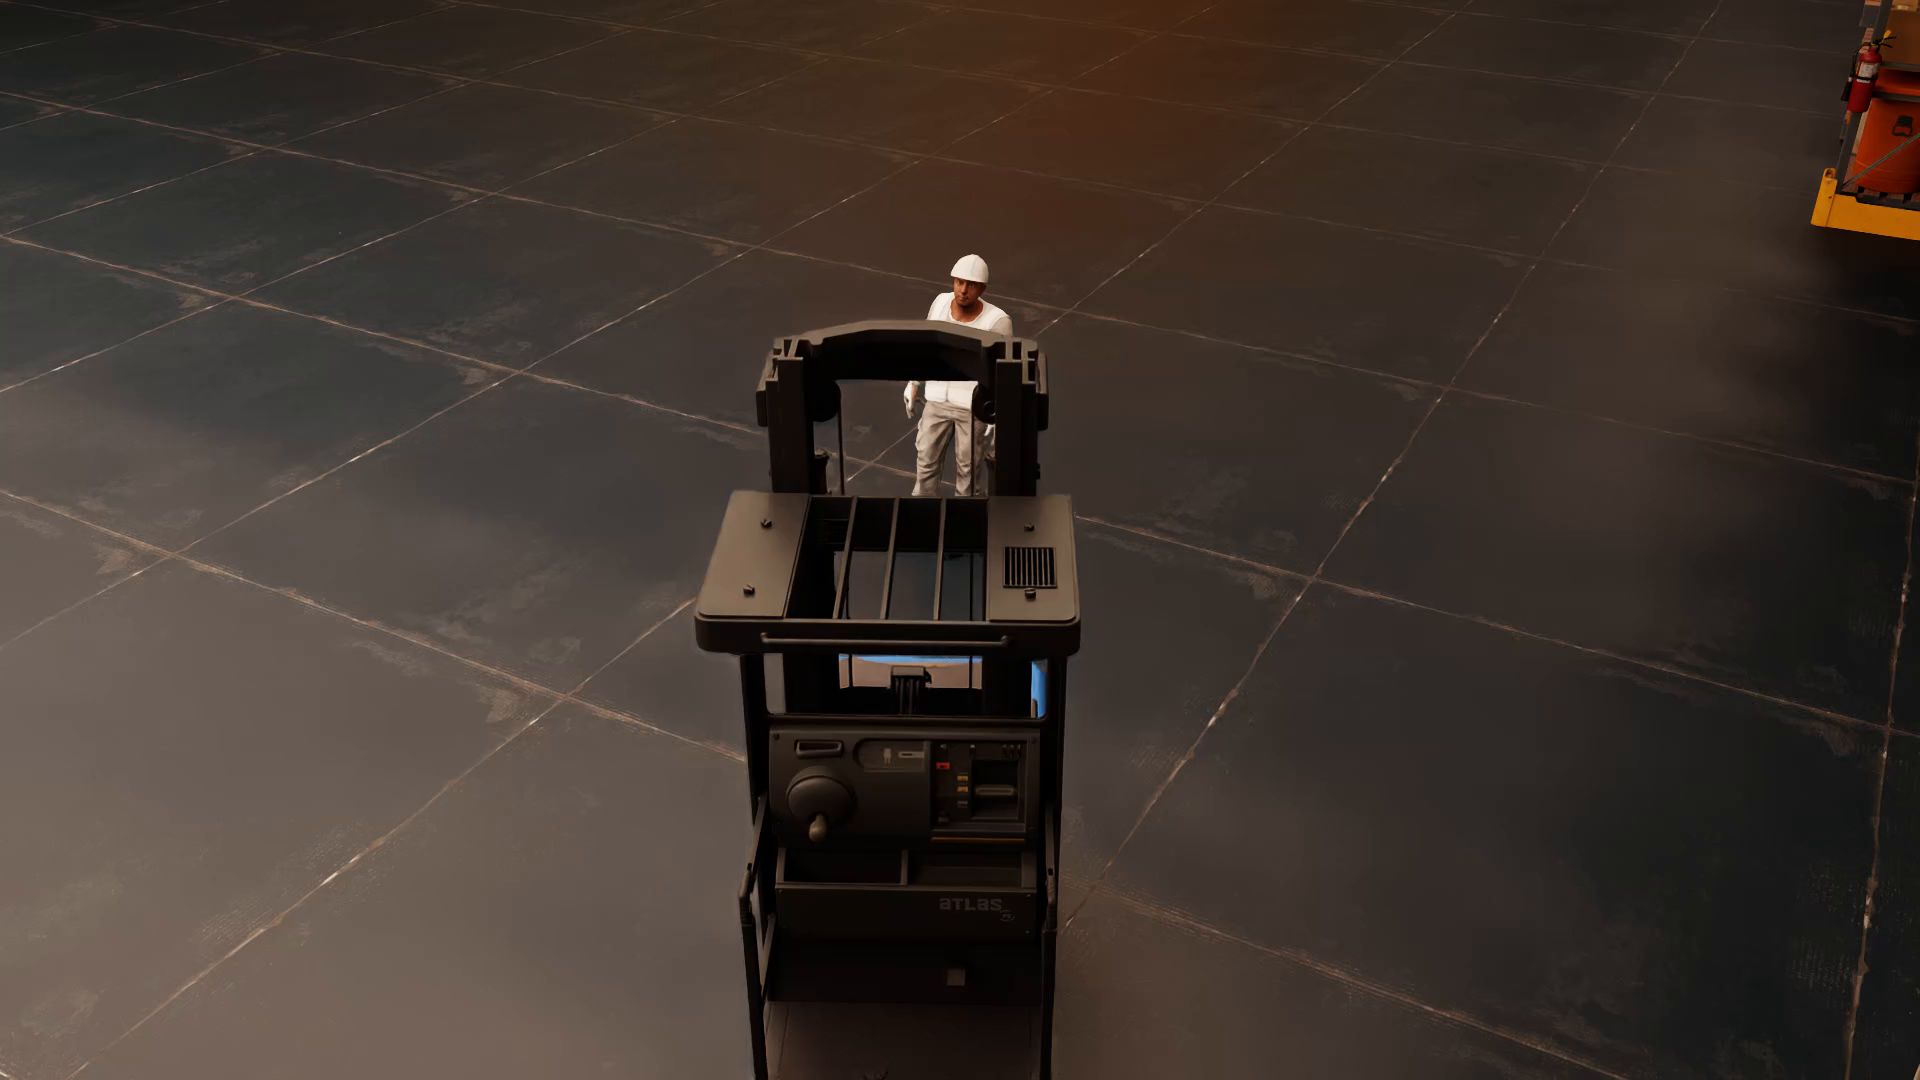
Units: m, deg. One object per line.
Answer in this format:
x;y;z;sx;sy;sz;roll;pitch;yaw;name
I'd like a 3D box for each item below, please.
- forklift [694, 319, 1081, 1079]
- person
-0.194;0.888;5.532;1.130;2.935;3.031;1;30;1;forklift
-0.043;-0.750;9.503;0.656;1.782;0.577;15;33;25;person
